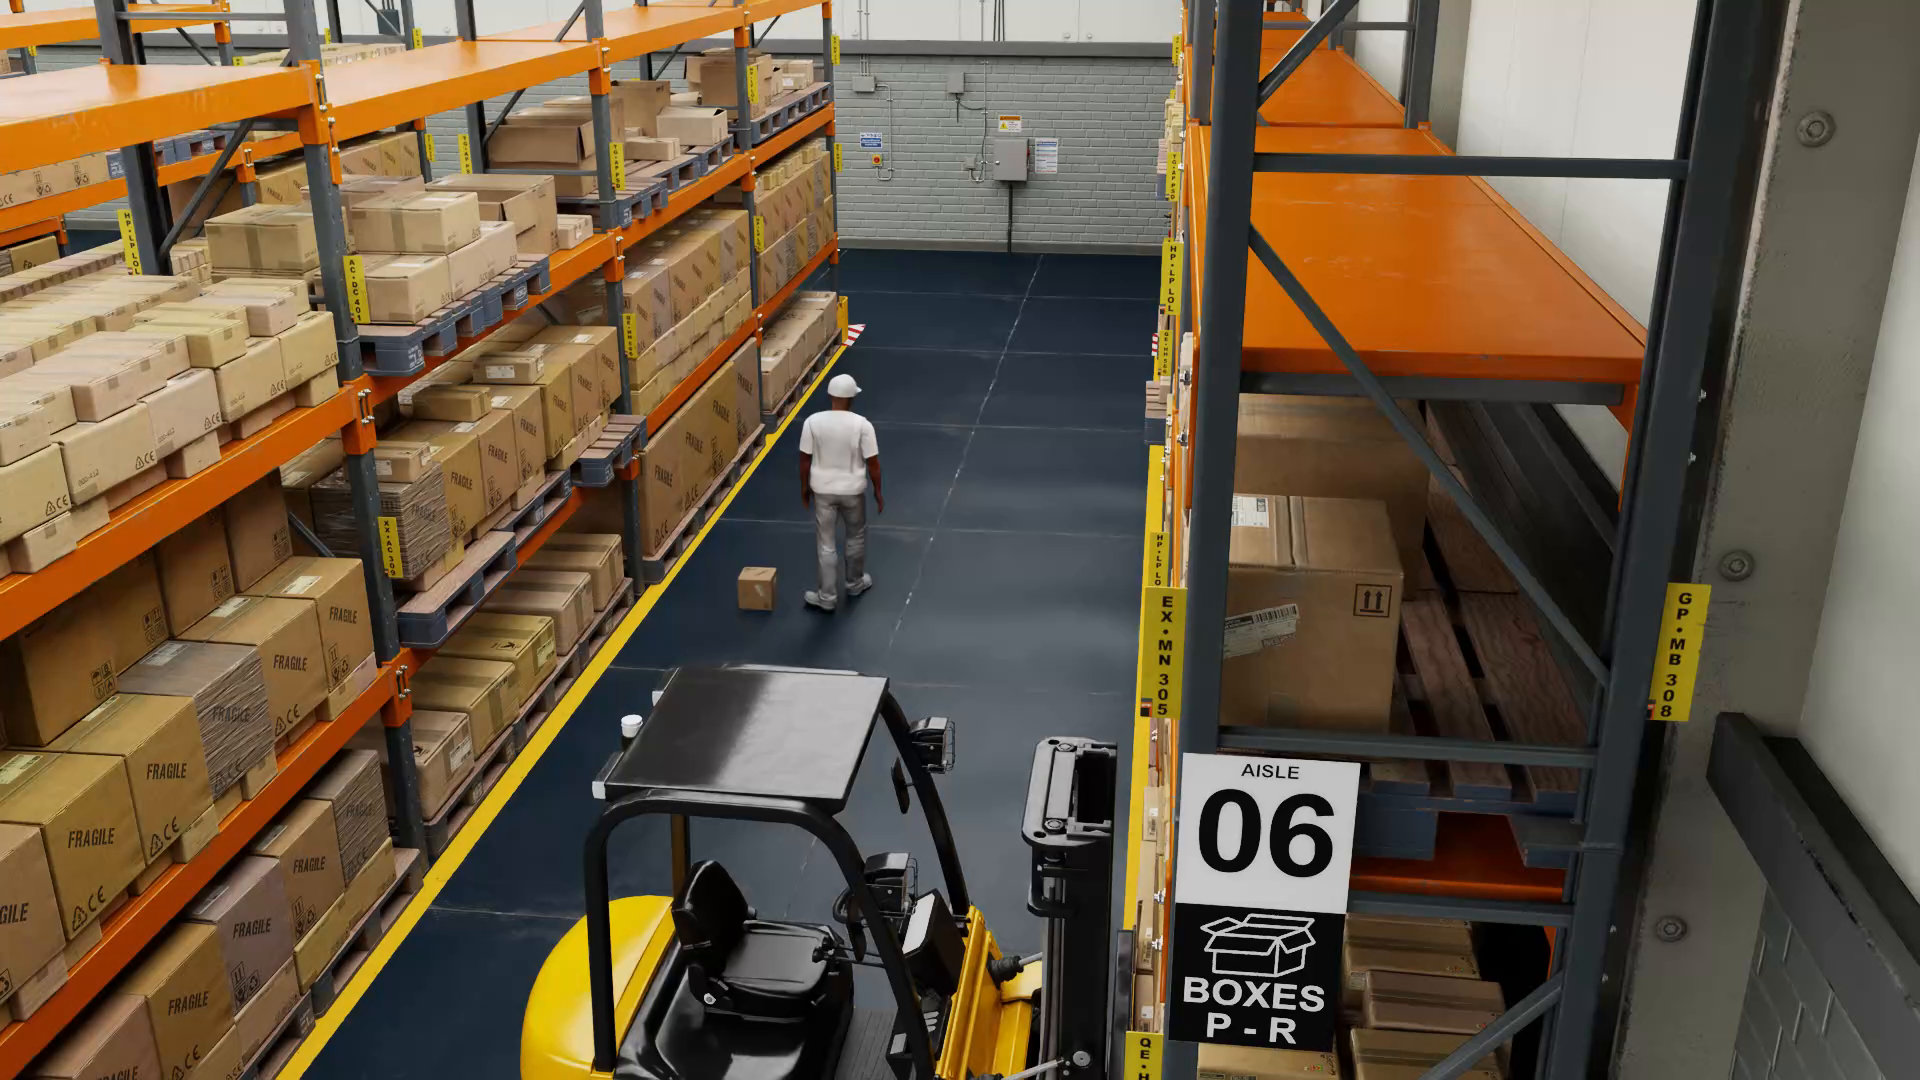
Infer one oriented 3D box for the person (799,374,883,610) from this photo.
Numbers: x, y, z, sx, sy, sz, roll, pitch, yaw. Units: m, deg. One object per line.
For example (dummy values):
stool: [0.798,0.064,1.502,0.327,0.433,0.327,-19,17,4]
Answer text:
person: [-0.885,-0.374,12.457,0.627,1.766,0.626,0,21,1]
